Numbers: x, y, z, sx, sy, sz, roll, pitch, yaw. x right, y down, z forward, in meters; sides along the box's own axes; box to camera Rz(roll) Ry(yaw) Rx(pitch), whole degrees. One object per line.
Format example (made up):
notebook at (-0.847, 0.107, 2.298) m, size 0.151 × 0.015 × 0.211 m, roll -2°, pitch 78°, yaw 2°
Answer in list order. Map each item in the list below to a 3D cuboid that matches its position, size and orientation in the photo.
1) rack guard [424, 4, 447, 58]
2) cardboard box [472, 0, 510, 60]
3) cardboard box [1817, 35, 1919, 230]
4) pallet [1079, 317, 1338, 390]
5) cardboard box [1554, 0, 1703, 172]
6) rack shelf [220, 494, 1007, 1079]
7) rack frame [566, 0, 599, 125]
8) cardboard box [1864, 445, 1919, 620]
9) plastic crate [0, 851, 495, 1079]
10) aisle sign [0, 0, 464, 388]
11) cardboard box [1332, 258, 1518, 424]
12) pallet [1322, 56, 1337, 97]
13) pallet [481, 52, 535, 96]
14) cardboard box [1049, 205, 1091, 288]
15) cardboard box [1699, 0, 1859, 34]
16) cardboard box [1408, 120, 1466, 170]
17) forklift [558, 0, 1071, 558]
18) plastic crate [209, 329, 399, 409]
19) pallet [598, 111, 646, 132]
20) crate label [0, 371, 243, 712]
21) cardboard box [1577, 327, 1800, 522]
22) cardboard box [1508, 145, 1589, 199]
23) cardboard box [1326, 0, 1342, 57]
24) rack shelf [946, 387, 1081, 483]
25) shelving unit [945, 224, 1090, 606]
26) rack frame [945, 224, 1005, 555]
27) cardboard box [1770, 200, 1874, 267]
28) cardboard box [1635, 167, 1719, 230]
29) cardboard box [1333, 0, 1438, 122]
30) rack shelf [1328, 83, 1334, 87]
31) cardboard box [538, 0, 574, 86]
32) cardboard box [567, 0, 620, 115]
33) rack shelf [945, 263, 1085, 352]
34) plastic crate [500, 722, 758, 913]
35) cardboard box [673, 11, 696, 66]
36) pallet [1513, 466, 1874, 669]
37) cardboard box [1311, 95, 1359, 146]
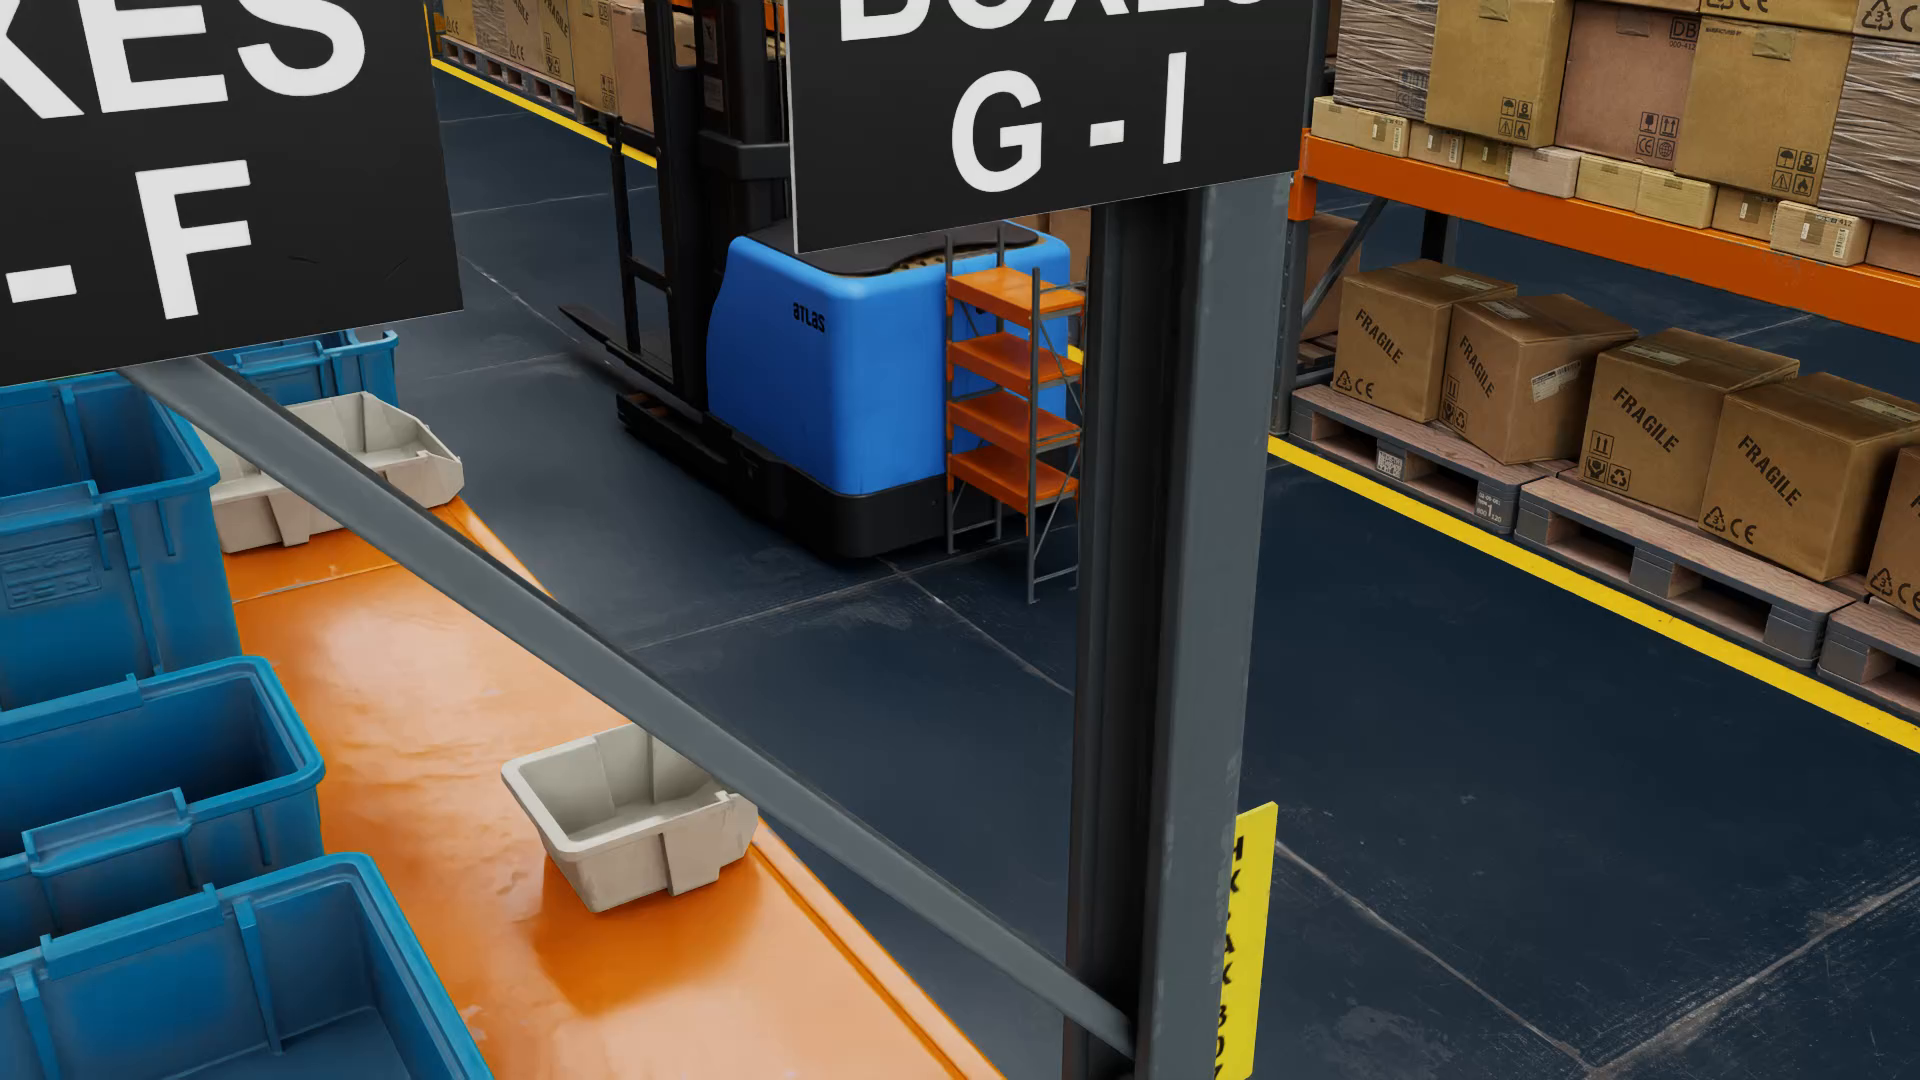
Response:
rack guard at (-4.813, -5.105, 16.479) m, size 1.175 × 0.500 × 0.348 m, roll -16°, pitch 29°, yaw -30°
cardboard box at (-3.886, -4.920, 15.156) m, size 0.875 × 0.875 × 0.875 m, roll -16°, pitch 29°, yaw -30°
cardboard box at (3.047, -1.227, 4.870) m, size 0.875 × 0.500 × 0.500 m, roll -16°, pitch 29°, yaw -30°
pallet at (1.325, -0.952, 8.019) m, size 1.003 × 0.211 × 1.213 m, roll -16°, pitch 29°, yaw -30°
cardboard box at (2.546, -1.597, 5.653) m, size 0.875 × 0.500 × 0.500 m, roll -16°, pitch 29°, yaw -30°
rack shelf at (-1.307, 0.260, 3.028) m, size 1.077 × 0.370 × 4.000 m, roll -16°, pitch 29°, yaw -30°
rack frame at (-2.616, -4.796, 12.896) m, size 1.000 × 3.000 × 0.127 m, roll -16°, pitch 29°, yaw -30°
cardboard box at (3.253, 0.003, 5.166) m, size 0.500 × 0.500 × 0.500 m, roll -8°, pitch 26°, yaw -16°
plastic crate at (-0.739, 0.608, 1.623) m, size 0.499 × 0.251 × 0.616 m, roll -16°, pitch 29°, yaw -30°
aisle sign at (-0.425, -0.431, 0.603) m, size 0.394 × 0.787 × 0.004 m, roll -16°, pitch 29°, yaw -30°
cardboard box at (1.936, -0.842, 6.956) m, size 0.500 × 0.500 × 0.500 m, roll -17°, pitch 30°, yaw -31°
pallet at (1.456, -2.155, 7.527) m, size 1.003 × 0.211 × 1.213 m, roll -16°, pitch 29°, yaw -30°
pallet at (-3.636, -4.262, 15.032) m, size 1.003 × 0.211 × 1.213 m, roll -16°, pitch 29°, yaw -30°
cardboard box at (0.884, -1.603, 8.545) m, size 0.700 × 0.500 × 0.500 m, roll -18°, pitch 31°, yaw -34°
cardboard box at (2.613, -1.813, 4.940) m, size 0.500 × 0.500 × 0.500 m, roll -16°, pitch 29°, yaw -30°
cardboard box at (1.902, -1.499, 6.206) m, size 0.380 × 0.149 × 0.250 m, roll -16°, pitch 29°, yaw -30°
forklift at (-0.836, -1.836, 6.705) m, size 1.130 × 2.935 × 3.031 m, roll -17°, pitch 30°, yaw -31°
plastic crate at (-1.567, -0.381, 3.717) m, size 0.499 × 0.251 × 0.616 m, roll -16°, pitch 29°, yaw -30°
pallet at (-2.132, -3.277, 12.944) m, size 1.003 × 0.211 × 1.213 m, roll -16°, pitch 29°, yaw -30°
crate label at (-1.446, 0.039, 2.613) m, size 0.502 × 0.435 × 0.616 m, roll -16°, pitch 29°, yaw -30°
cardboard box at (2.660, -0.435, 6.094) m, size 0.500 × 0.500 × 0.500 m, roll -19°, pitch 31°, yaw -34°
cardboard box at (2.148, -1.313, 5.811) m, size 0.380 × 0.149 × 0.250 m, roll -16°, pitch 29°, yaw -30°
cardboard box at (1.435, -2.713, 7.288) m, size 1.000 × 1.000 × 1.000 m, roll -15°, pitch 29°, yaw -29°
rack shelf at (0.192, -0.372, 5.789) m, size 0.258 × 0.148 × 0.480 m, roll -17°, pitch 30°, yaw -31°
shelving unit at (0.192, -0.432, 5.761) m, size 0.258 × 1.200 × 0.503 m, roll -17°, pitch 30°, yaw -31°
rack frame at (0.052, -0.518, 5.941) m, size 0.240 × 1.200 × 0.015 m, roll -17°, pitch 30°, yaw -31°
cardboard box at (2.699, -0.956, 5.057) m, size 0.380 × 0.149 × 0.250 m, roll -16°, pitch 29°, yaw -30°
cardboard box at (2.447, -1.141, 5.447) m, size 0.380 × 0.149 × 0.250 m, roll -16°, pitch 29°, yaw -30°
cardboard box at (1.945, -1.939, 6.379) m, size 0.875 × 0.500 × 0.500 m, roll -16°, pitch 29°, yaw -30°
rack shelf at (0.659, -2.325, 8.504) m, size 1.077 × 0.370 × 4.000 m, roll -16°, pitch 29°, yaw -30°
cardboard box at (-2.909, -4.280, 13.800) m, size 0.875 × 0.875 × 0.875 m, roll -16°, pitch 29°, yaw -30°
cardboard box at (-2.250, -3.801, 12.785) m, size 1.225 × 0.875 × 0.875 m, roll -15°, pitch 29°, yaw -29°
rack shelf at (0.192, -0.788, 5.593) m, size 0.258 × 0.148 × 0.480 m, roll -17°, pitch 30°, yaw -31°
plastic crate at (-0.434, 0.374, 2.252) m, size 0.298 × 0.136 × 0.250 m, roll -16°, pitch 29°, yaw -30°
cardboard box at (-1.272, -3.167, 11.442) m, size 1.225 × 0.875 × 0.875 m, roll -15°, pitch 29°, yaw -29°
pallet at (2.818, -0.005, 6.014) m, size 1.003 × 0.211 × 1.213 m, roll -16°, pitch 29°, yaw -30°
cardboard box at (1.617, -1.674, 6.577) m, size 0.380 × 0.149 × 0.250 m, roll -16°, pitch 29°, yaw -30°
